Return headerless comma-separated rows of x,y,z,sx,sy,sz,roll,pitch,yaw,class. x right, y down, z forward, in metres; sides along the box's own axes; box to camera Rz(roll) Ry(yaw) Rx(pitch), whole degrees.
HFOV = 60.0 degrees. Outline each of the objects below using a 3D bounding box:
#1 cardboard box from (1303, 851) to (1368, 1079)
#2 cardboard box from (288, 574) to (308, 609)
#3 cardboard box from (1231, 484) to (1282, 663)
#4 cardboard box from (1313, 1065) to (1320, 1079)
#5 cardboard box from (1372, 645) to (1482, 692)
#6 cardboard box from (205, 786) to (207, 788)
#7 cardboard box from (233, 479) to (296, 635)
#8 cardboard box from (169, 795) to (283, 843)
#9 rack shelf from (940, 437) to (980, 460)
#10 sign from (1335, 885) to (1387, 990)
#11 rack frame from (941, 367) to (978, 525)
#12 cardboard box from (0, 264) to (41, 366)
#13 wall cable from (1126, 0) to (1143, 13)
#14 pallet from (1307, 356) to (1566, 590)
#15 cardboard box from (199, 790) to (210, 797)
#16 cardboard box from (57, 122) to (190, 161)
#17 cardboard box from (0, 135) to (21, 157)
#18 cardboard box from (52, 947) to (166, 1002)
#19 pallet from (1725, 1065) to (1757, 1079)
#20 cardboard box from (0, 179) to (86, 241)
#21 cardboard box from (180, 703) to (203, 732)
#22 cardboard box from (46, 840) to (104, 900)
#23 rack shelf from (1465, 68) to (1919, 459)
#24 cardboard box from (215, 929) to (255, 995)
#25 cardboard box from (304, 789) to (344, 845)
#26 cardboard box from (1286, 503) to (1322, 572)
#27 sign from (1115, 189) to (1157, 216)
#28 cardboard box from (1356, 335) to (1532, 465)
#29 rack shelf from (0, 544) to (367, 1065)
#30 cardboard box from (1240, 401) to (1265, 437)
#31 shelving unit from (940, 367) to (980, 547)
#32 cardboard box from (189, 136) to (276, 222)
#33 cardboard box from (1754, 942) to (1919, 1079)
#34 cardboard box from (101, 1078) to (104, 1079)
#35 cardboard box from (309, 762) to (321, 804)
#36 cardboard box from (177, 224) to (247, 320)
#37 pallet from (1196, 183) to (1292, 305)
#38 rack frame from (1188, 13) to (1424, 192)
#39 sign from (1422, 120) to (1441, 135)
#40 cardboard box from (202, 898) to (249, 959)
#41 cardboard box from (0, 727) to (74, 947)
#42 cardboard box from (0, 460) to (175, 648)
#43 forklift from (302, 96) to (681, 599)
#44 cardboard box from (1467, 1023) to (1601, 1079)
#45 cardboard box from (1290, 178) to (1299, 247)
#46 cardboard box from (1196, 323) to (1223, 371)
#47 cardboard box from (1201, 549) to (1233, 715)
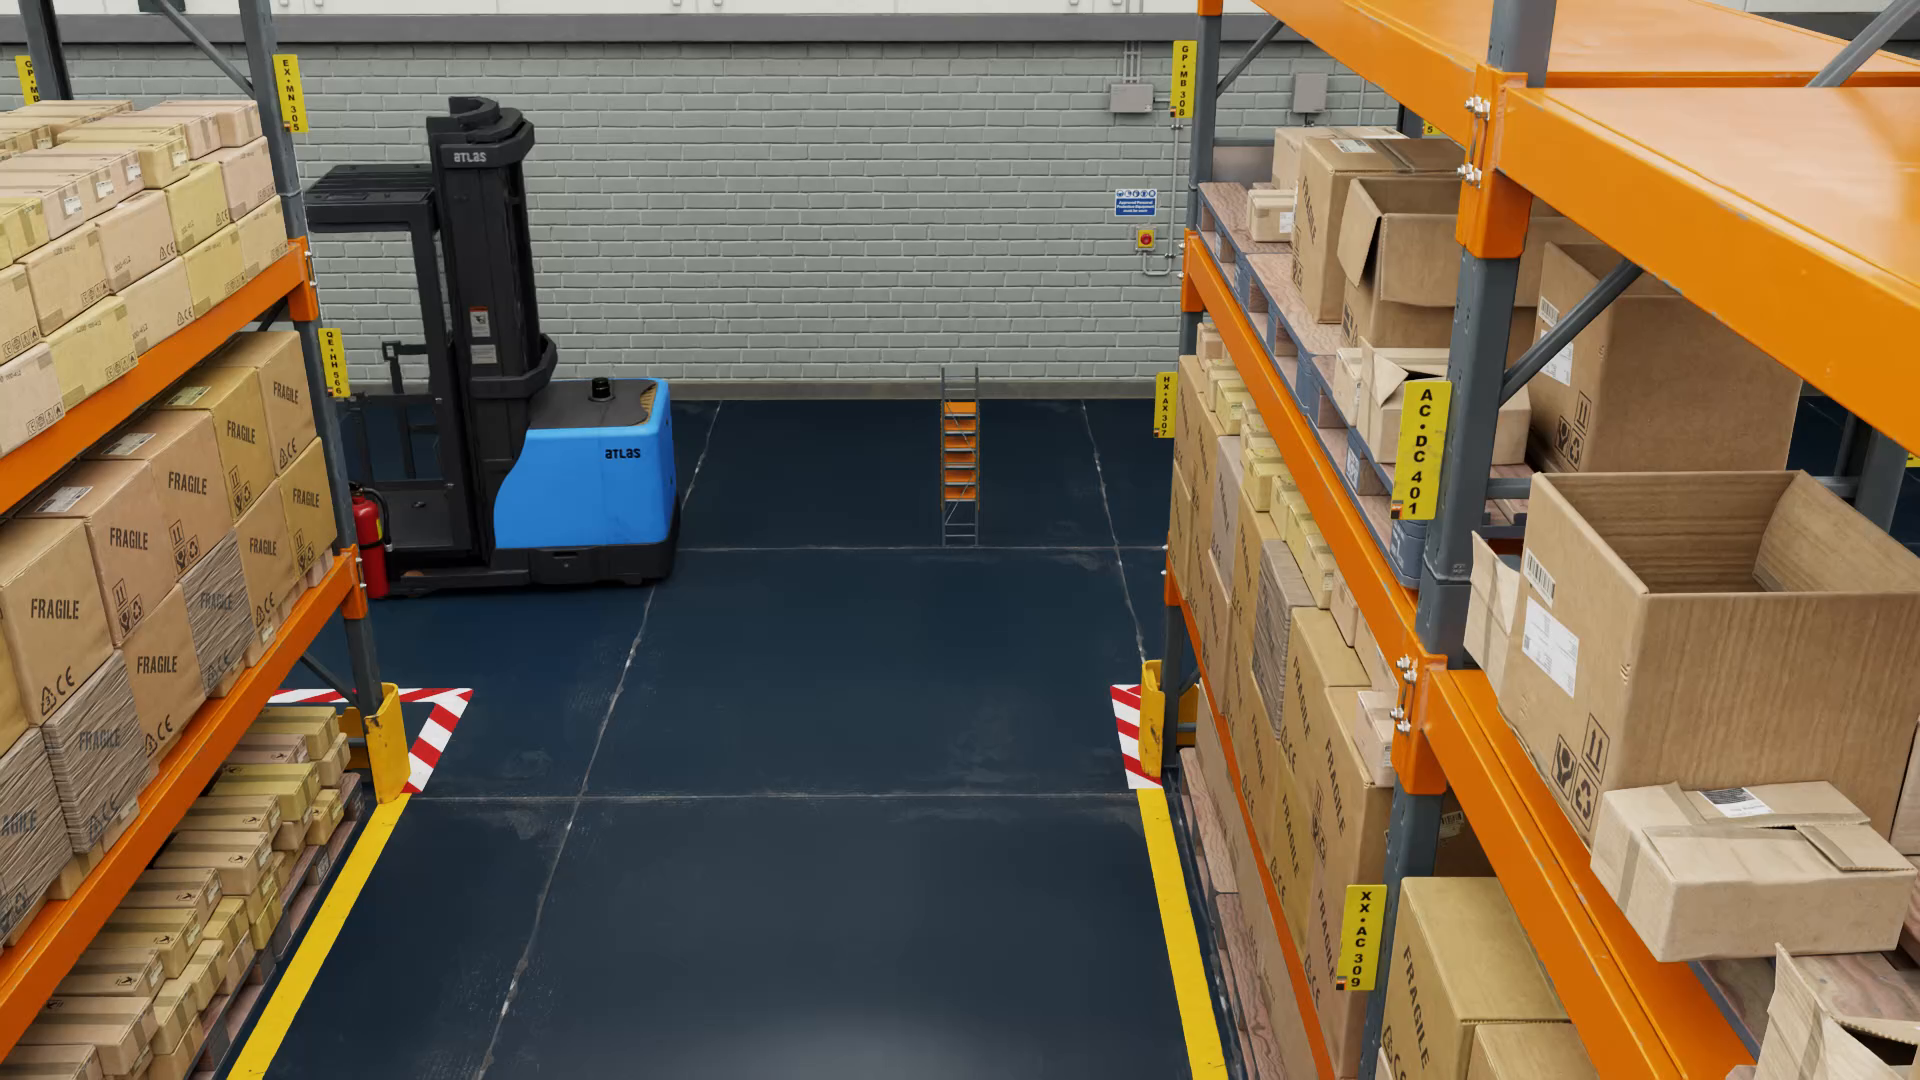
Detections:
1.313,1.204,4.826,0.500,0.500,0.500,0,24,0,cardboard box
-3.168,0.206,7.460,0.380,0.149,0.250,0,24,-1,cardboard box
1.282,0.120,6.010,0.500,0.500,0.500,0,24,0,cardboard box
1.674,2.157,5.441,0.875,0.438,0.875,-1,24,-1,cardboard box
1.357,0.408,4.585,0.380,0.149,0.250,0,24,1,cardboard box
-3.670,1.045,7.889,0.380,0.149,0.250,1,24,2,cardboard box
-3.156,0.071,6.972,0.500,0.500,0.500,-1,24,-1,cardboard box
-3.145,1.226,7.127,0.380,0.149,0.250,-1,24,-3,cardboard box
0.000,-0.610,10.958,0.258,0.103,0.180,0,24,-1,rack shelf
1.018,1.012,4.225,0.100,0.325,0.005,0,24,-1,sign
-0.001,-0.578,11.073,0.240,1.200,0.006,0,24,-1,rack frame
-3.133,-0.635,4.948,0.500,0.250,0.500,0,24,0,cardboard box
1.186,-5.285,12.014,0.463,3.000,0.029,0,24,-1,wall cable
1.575,-0.224,4.572,1.003,0.211,1.213,0,24,-1,pallet
-3.649,1.288,7.712,0.380,0.149,0.250,0,24,-1,cardboard box
-3.213,-1.509,6.398,0.380,0.149,0.250,-1,24,-2,cardboard box
-3.727,-1.400,6.158,0.380,0.149,0.250,0,24,0,cardboard box
-3.200,1.655,6.179,0.380,0.149,0.250,-1,24,-3,cardboard box
1.542,1.082,1.808,1.003,0.211,1.213,1,24,2,pallet
-3.127,-1.083,5.455,0.380,0.149,0.250,-1,24,-2,cardboard box
-3.207,0.634,6.513,0.380,0.149,0.250,-1,24,-3,cardboard box
-3.118,1.068,5.554,0.380,0.149,0.250,0,24,0,cardboard box
1.595,0.041,1.599,1.077,0.370,4.000,0,24,-1,rack shelf
-3.120,1.713,6.772,0.380,0.149,0.250,0,24,0,cardboard box
-3.101,1.285,7.720,0.380,0.149,0.250,0,24,1,cardboard box
1.301,-0.009,5.509,0.380,0.149,0.250,-1,24,-2,cardboard box
1.396,-2.680,13.208,0.327,0.218,0.001,0,24,-1,sign
1.246,-0.364,4.308,0.396,0.266,0.258,1,24,1,cardboard box
-3.397,1.007,6.256,1.077,0.370,4.000,0,24,-1,rack shelf
1.295,-0.426,6.430,0.380,0.149,0.250,0,24,0,cardboard box
0.000,-0.541,10.990,0.258,1.200,0.189,0,24,-1,shelving unit
-3.160,-1.482,6.822,0.500,0.250,0.500,-1,24,-2,cardboard box
1.243,0.697,2.081,0.396,0.266,0.258,2,24,4,cardboard box
-3.191,2.010,5.756,0.380,0.149,0.250,-1,24,-3,cardboard box
-3.179,1.152,7.653,0.380,0.149,0.250,-1,24,-2,cardboard box
-3.137,-1.046,6.466,0.500,0.250,0.500,0,24,0,cardboard box
1.548,-1.229,6.795,1.003,0.211,1.213,0,24,-1,pallet
1.530,-2.942,6.835,1.000,3.000,0.127,0,24,-1,rack frame
2.072,-1.939,7.279,0.100,0.325,0.005,0,24,-1,sign
-3.118,1.577,6.712,0.380,0.149,0.250,1,24,2,cardboard box
-3.141,0.914,5.108,0.500,0.500,0.500,0,24,-1,cardboard box
-3.136,0.047,5.810,0.500,0.500,0.500,-1,24,-2,cardboard box
-3.388,-1.193,10.330,3.031,2.935,1.130,-2,24,-5,forklift
1.324,1.331,3.333,0.500,0.500,0.500,0,24,-1,cardboard box
1.496,-1.154,6.000,0.500,0.311,0.500,0,24,0,cardboard box
1.257,-0.858,7.384,0.380,0.149,0.250,0,24,1,cardboard box
1.269,0.363,6.686,0.500,0.500,0.500,0,24,-1,cardboard box
